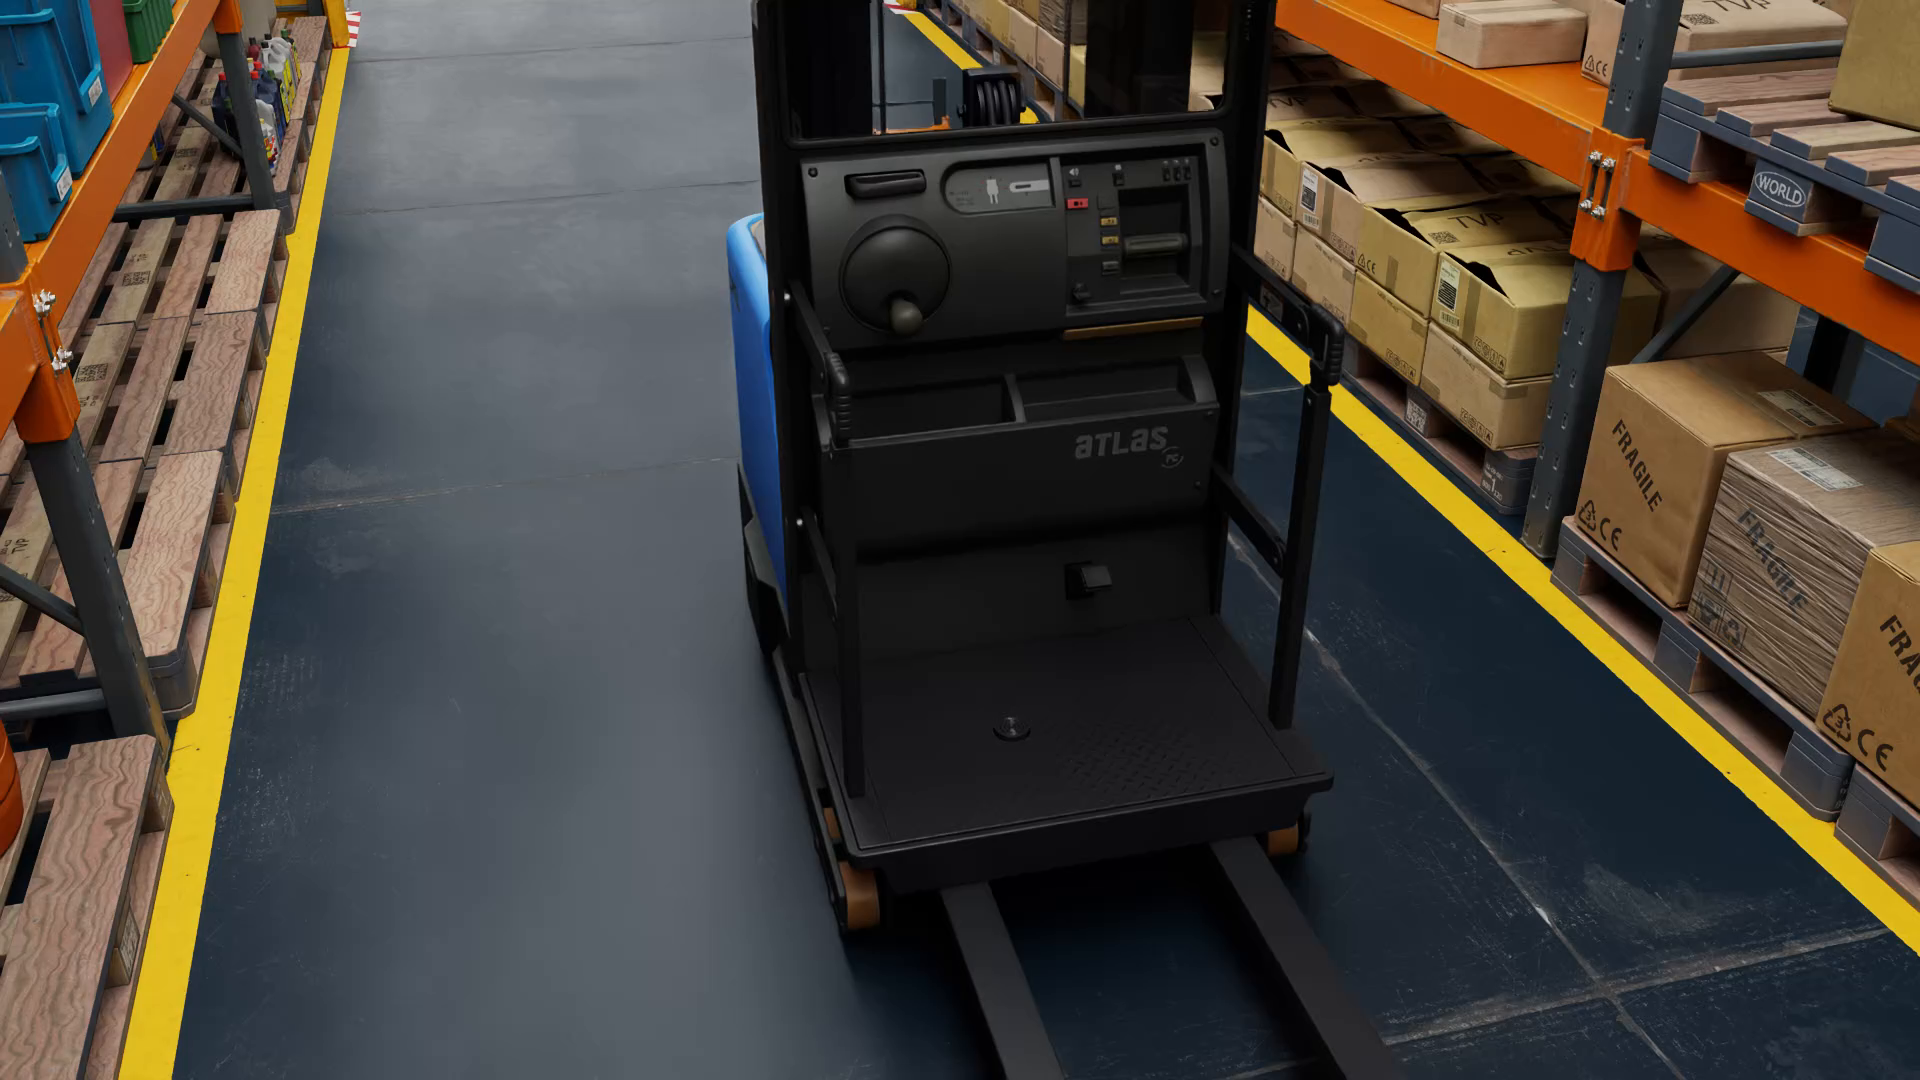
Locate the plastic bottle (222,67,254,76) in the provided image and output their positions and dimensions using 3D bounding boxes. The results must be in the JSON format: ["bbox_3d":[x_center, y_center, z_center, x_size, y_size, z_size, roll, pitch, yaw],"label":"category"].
[{"bbox_3d":[-3.692,-2.323,8.548,0.152,0.276,0.135,-8,31,-13],"label":"plastic bottle"}]

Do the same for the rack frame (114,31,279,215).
[{"bbox_3d":[-3.579,-2.601,6.750,1.000,3.000,0.127,-8,31,-13],"label":"rack frame"}]

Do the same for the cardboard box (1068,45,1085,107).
[{"bbox_3d":[0.864,-2.445,8.805,0.500,0.250,0.500,-8,31,-13],"label":"cardboard box"}]

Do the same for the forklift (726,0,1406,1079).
[{"bbox_3d":[0.185,-0.605,3.370,1.130,2.935,3.031,-7,31,-12],"label":"forklift"}]

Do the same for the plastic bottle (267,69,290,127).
[{"bbox_3d":[-3.447,-2.238,8.394,0.061,0.283,0.133,-6,31,-11],"label":"plastic bottle"}]

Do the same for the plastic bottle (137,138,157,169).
[{"bbox_3d":[-3.889,-1.937,7.808,0.144,0.351,0.185,-8,31,-13],"label":"plastic bottle"}]

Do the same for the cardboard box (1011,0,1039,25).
[{"bbox_3d":[0.606,-3.253,9.453,0.500,0.500,0.500,-8,31,-13],"label":"cardboard box"}]

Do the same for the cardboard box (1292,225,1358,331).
[{"bbox_3d":[1.614,-1.031,6.363,0.500,0.250,0.500,-7,31,-12],"label":"cardboard box"}]

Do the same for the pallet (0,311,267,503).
[{"bbox_3d":[-3.006,-0.430,5.782,1.003,0.211,1.213,-8,31,-13],"label":"pallet"}]

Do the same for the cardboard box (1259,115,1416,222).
[{"bbox_3d":[1.476,-1.517,6.643,0.500,0.311,0.500,-7,31,-12],"label":"cardboard box"}]

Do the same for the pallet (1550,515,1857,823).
[{"bbox_3d":[2.421,0.246,4.614,1.003,0.211,1.213,-8,31,-13],"label":"pallet"}]

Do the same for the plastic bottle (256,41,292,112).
[{"bbox_3d":[-3.556,-2.387,8.584,0.144,0.351,0.185,-8,31,-14],"label":"plastic bottle"}]

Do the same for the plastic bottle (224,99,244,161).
[{"bbox_3d":[-3.456,-1.966,7.925,0.061,0.283,0.133,-8,31,-13],"label":"plastic bottle"}]

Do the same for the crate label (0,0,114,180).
[{"bbox_3d":[-2.520,-1.200,4.294,0.502,0.435,0.616,-8,31,-13],"label":"crate label"}]

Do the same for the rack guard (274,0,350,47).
[{"bbox_3d":[-4.575,-3.421,10.661,1.175,0.500,0.348,-8,31,-13],"label":"rack guard"}]

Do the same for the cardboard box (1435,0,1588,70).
[{"bbox_3d":[1.754,-1.615,5.297,0.380,0.149,0.250,-8,31,-13],"label":"cardboard box"}]

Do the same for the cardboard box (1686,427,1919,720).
[{"bbox_3d":[2.249,0.075,4.182,0.500,0.500,0.500,-9,31,-15],"label":"cardboard box"}]

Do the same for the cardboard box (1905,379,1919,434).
[{"bbox_3d":[2.753,-0.312,4.102,0.500,0.250,0.500,-7,31,-11],"label":"cardboard box"}]

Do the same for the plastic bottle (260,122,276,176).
[{"bbox_3d":[-3.241,-1.823,7.690,0.097,0.271,0.097,0,30,0],"label":"plastic bottle"}]

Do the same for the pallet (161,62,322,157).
[{"bbox_3d":[-4.045,-2.315,9.038,1.003,0.211,1.213,-8,31,-13],"label":"pallet"}]

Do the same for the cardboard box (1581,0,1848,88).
[{"bbox_3d":[2.205,-1.469,4.883,0.500,0.311,0.500,-6,31,-10],"label":"cardboard box"}]

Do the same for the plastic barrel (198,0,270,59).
[{"bbox_3d":[-4.259,-3.088,9.656,0.421,0.512,0.421,0,30,0],"label":"plastic barrel"}]

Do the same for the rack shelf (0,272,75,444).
[{"bbox_3d":[-1.987,0.608,1.923,1.077,0.370,4.000,-8,31,-13],"label":"rack shelf"}]

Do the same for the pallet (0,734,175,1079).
[{"bbox_3d":[-2.268,0.913,3.462,1.003,0.211,1.213,-8,31,-13],"label":"pallet"}]

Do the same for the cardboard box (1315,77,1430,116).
[{"bbox_3d":[1.856,-1.843,7.206,0.500,0.311,0.500,-8,31,-13],"label":"cardboard box"}]

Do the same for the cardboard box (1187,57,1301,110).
[{"bbox_3d":[1.195,-2.017,7.507,0.500,0.311,0.500,-8,31,-14],"label":"cardboard box"}]

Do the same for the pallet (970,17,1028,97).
[{"bbox_3d":[0.699,-3.031,10.276,1.003,0.211,1.213,-8,31,-13],"label":"pallet"}]

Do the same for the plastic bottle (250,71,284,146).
[{"bbox_3d":[-3.393,-2.090,8.072,0.144,0.351,0.185,-7,31,-12],"label":"plastic bottle"}]

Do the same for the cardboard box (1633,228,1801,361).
[{"bbox_3d":[2.403,-0.853,5.494,0.500,0.311,0.500,-7,31,-12],"label":"cardboard box"}]

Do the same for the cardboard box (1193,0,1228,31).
[{"bbox_3d":[1.376,-2.840,8.739,0.500,0.500,0.500,-8,31,-13],"label":"cardboard box"}]

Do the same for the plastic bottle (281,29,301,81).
[{"bbox_3d":[-3.682,-2.665,9.133,0.061,0.283,0.133,-7,31,-12],"label":"plastic bottle"}]

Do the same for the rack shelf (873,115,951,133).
[{"bbox_3d":[-0.170,-1.100,5.443,0.538,0.278,1.000,-7,31,-12],"label":"rack shelf"}]

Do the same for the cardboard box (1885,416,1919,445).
[{"bbox_3d":[2.734,-0.014,4.336,0.500,0.500,0.500,-7,31,-11],"label":"cardboard box"}]

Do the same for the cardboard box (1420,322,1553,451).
[{"bbox_3d":[1.884,-0.540,5.513,0.500,0.250,0.500,-7,31,-12],"label":"cardboard box"}]

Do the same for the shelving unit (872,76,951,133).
[{"bbox_3d":[-0.170,-0.846,5.589,0.538,1.125,1.048,-7,31,-12],"label":"shelving unit"}]

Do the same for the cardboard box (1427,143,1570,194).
[{"bbox_3d":[2.123,-1.352,6.357,0.500,0.311,0.500,-9,31,-15],"label":"cardboard box"}]

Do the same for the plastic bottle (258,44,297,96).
[{"bbox_3d":[-3.653,-2.524,8.896,0.152,0.276,0.135,-9,31,-15],"label":"plastic bottle"}]

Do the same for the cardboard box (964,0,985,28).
[{"bbox_3d":[0.332,-3.411,10.474,0.500,0.250,0.500,-8,31,-13],"label":"cardboard box"}]

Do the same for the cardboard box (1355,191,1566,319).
[{"bbox_3d":[1.739,-1.031,5.803,0.500,0.311,0.500,-8,31,-14],"label":"cardboard box"}]

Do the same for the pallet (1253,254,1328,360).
[{"bbox_3d":[1.758,-1.110,6.957,1.003,0.211,1.213,-8,31,-13],"label":"pallet"}]

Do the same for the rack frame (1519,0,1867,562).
[{"bbox_3d":[2.259,-1.326,4.547,1.000,3.000,0.127,-8,31,-13],"label":"rack frame"}]

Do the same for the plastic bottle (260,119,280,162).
[{"bbox_3d":[-3.295,-1.891,7.877,0.097,0.201,0.097,0,30,0],"label":"plastic bottle"}]

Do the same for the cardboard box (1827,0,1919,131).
[{"bbox_3d":[2.535,-1.262,3.917,0.700,0.500,0.500,-19,35,-30],"label":"cardboard box"}]

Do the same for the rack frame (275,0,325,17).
[{"bbox_3d":[-4.641,-4.533,10.088,1.000,3.000,0.127,-8,31,-13],"label":"rack frame"}]

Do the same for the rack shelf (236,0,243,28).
[{"bbox_3d":[-4.110,-3.256,8.599,1.077,0.370,4.000,-8,31,-13],"label":"rack shelf"}]

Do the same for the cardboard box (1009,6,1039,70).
[{"bbox_3d":[0.594,-2.927,9.638,0.500,0.250,0.500,-8,31,-13],"label":"cardboard box"}]

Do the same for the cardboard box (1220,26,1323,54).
[{"bbox_3d":[1.582,-2.335,8.056,0.500,0.311,0.500,-8,31,-13],"label":"cardboard box"}]

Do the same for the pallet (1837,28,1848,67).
[{"bbox_3d":[5.760,-3.031,10.277,1.003,0.211,1.213,-8,31,-13],"label":"pallet"}]

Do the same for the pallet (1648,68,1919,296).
[{"bbox_3d":[2.507,-0.925,4.045,1.213,0.211,1.003,-8,31,-13],"label":"pallet"}]

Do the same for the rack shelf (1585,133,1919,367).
[{"bbox_3d":[2.790,-0.049,3.058,1.077,0.370,4.000,-8,31,-13],"label":"rack shelf"}]

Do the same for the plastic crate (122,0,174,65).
[{"bbox_3d":[-2.845,-1.706,5.415,0.450,0.188,0.662,-8,31,-13],"label":"plastic crate"}]

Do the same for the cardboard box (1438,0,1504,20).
[{"bbox_3d":[1.867,-1.826,5.661,0.380,0.149,0.250,-6,31,-10],"label":"cardboard box"}]

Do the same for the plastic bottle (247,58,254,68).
[{"bbox_3d":[-3.769,-2.466,8.870,0.097,0.201,0.097,0,30,0],"label":"plastic bottle"}]
